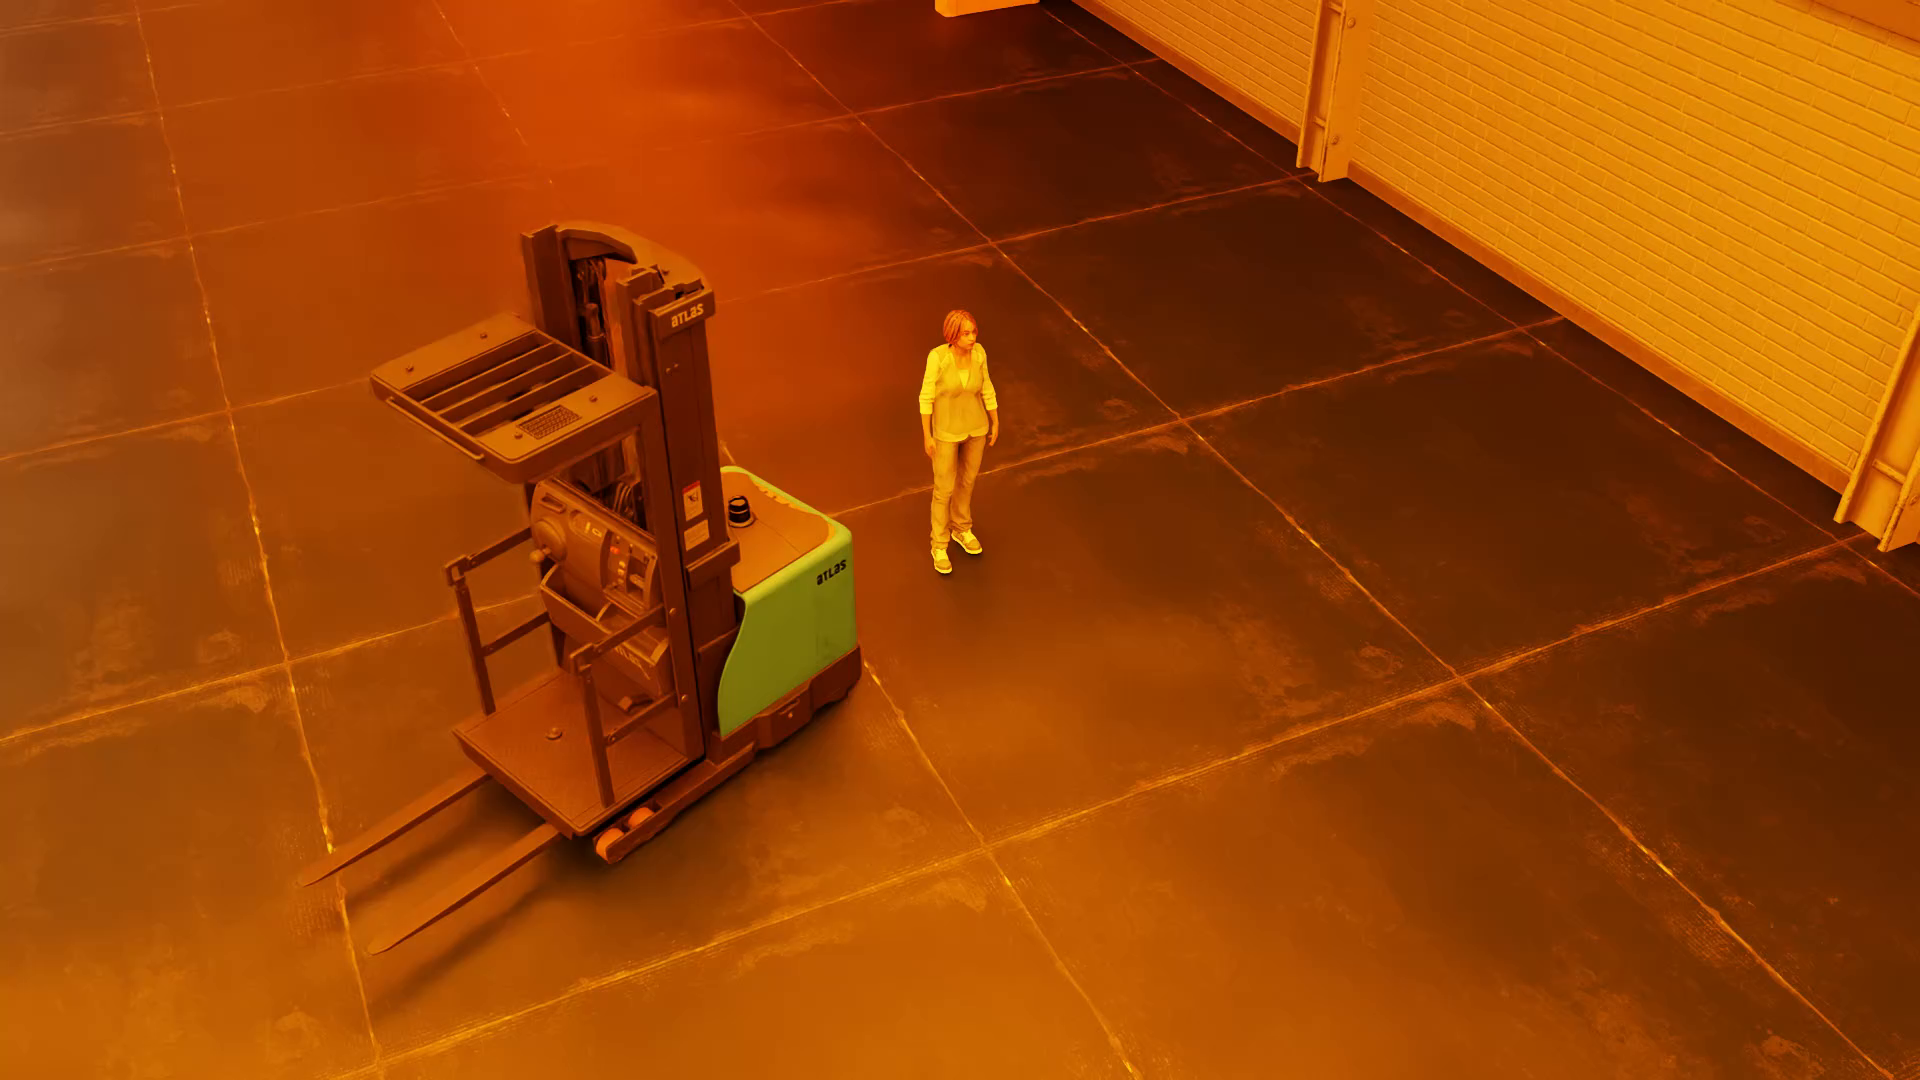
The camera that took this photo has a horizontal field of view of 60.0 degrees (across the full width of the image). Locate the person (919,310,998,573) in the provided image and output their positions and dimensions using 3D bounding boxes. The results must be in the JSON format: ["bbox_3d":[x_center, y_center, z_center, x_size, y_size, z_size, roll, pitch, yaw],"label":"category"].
[{"bbox_3d":[0.020,-0.601,9.959,0.521,1.599,0.473,-16,40,-20],"label":"person"}]

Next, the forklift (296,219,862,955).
[{"bbox_3d":[-1.915,0.095,7.927,1.130,2.935,3.031,28,45,32],"label":"forklift"}]
